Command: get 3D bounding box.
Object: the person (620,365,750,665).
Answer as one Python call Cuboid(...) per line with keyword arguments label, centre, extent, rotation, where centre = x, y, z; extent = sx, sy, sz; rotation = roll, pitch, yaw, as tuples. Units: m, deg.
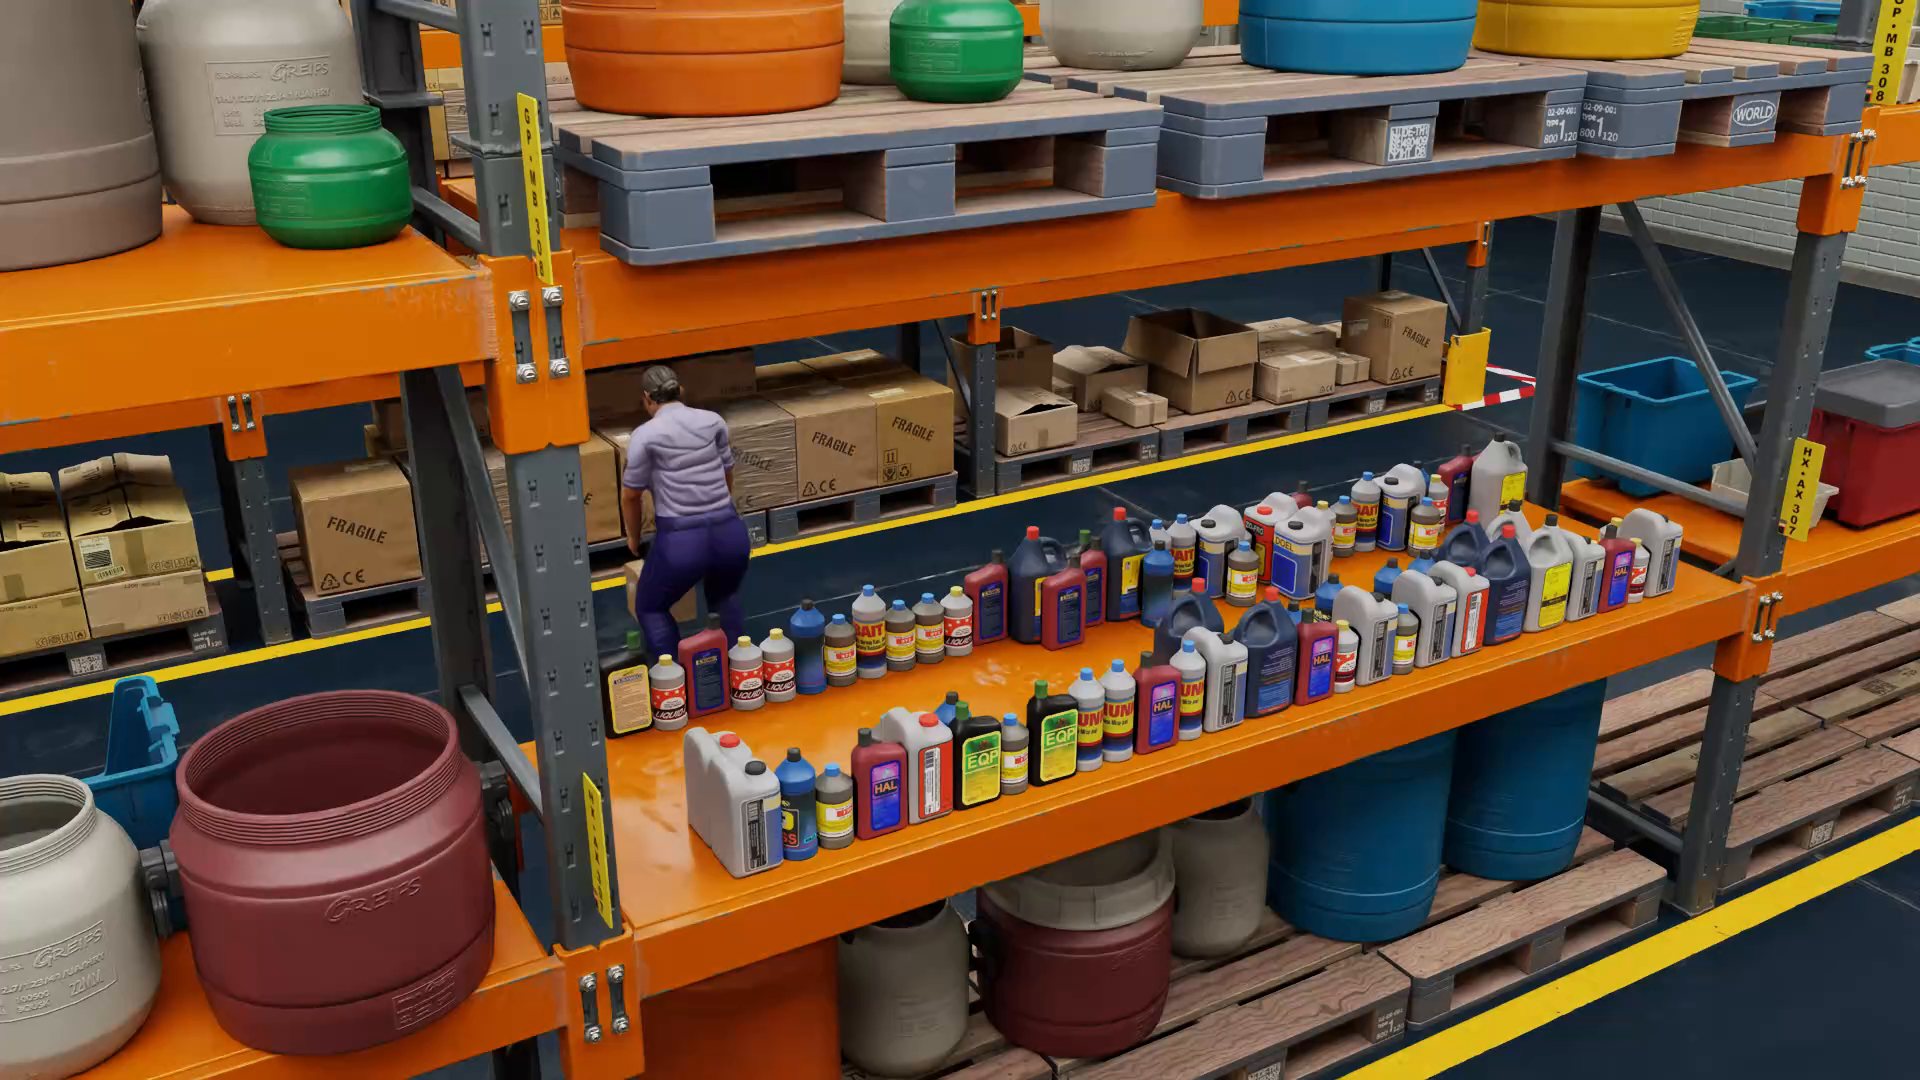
Cuboid(label="person", centre=(-1.204, 0.008, 7.291), extent=(0.522, 1.510, 0.529), rotation=(-12, 25, -27))
